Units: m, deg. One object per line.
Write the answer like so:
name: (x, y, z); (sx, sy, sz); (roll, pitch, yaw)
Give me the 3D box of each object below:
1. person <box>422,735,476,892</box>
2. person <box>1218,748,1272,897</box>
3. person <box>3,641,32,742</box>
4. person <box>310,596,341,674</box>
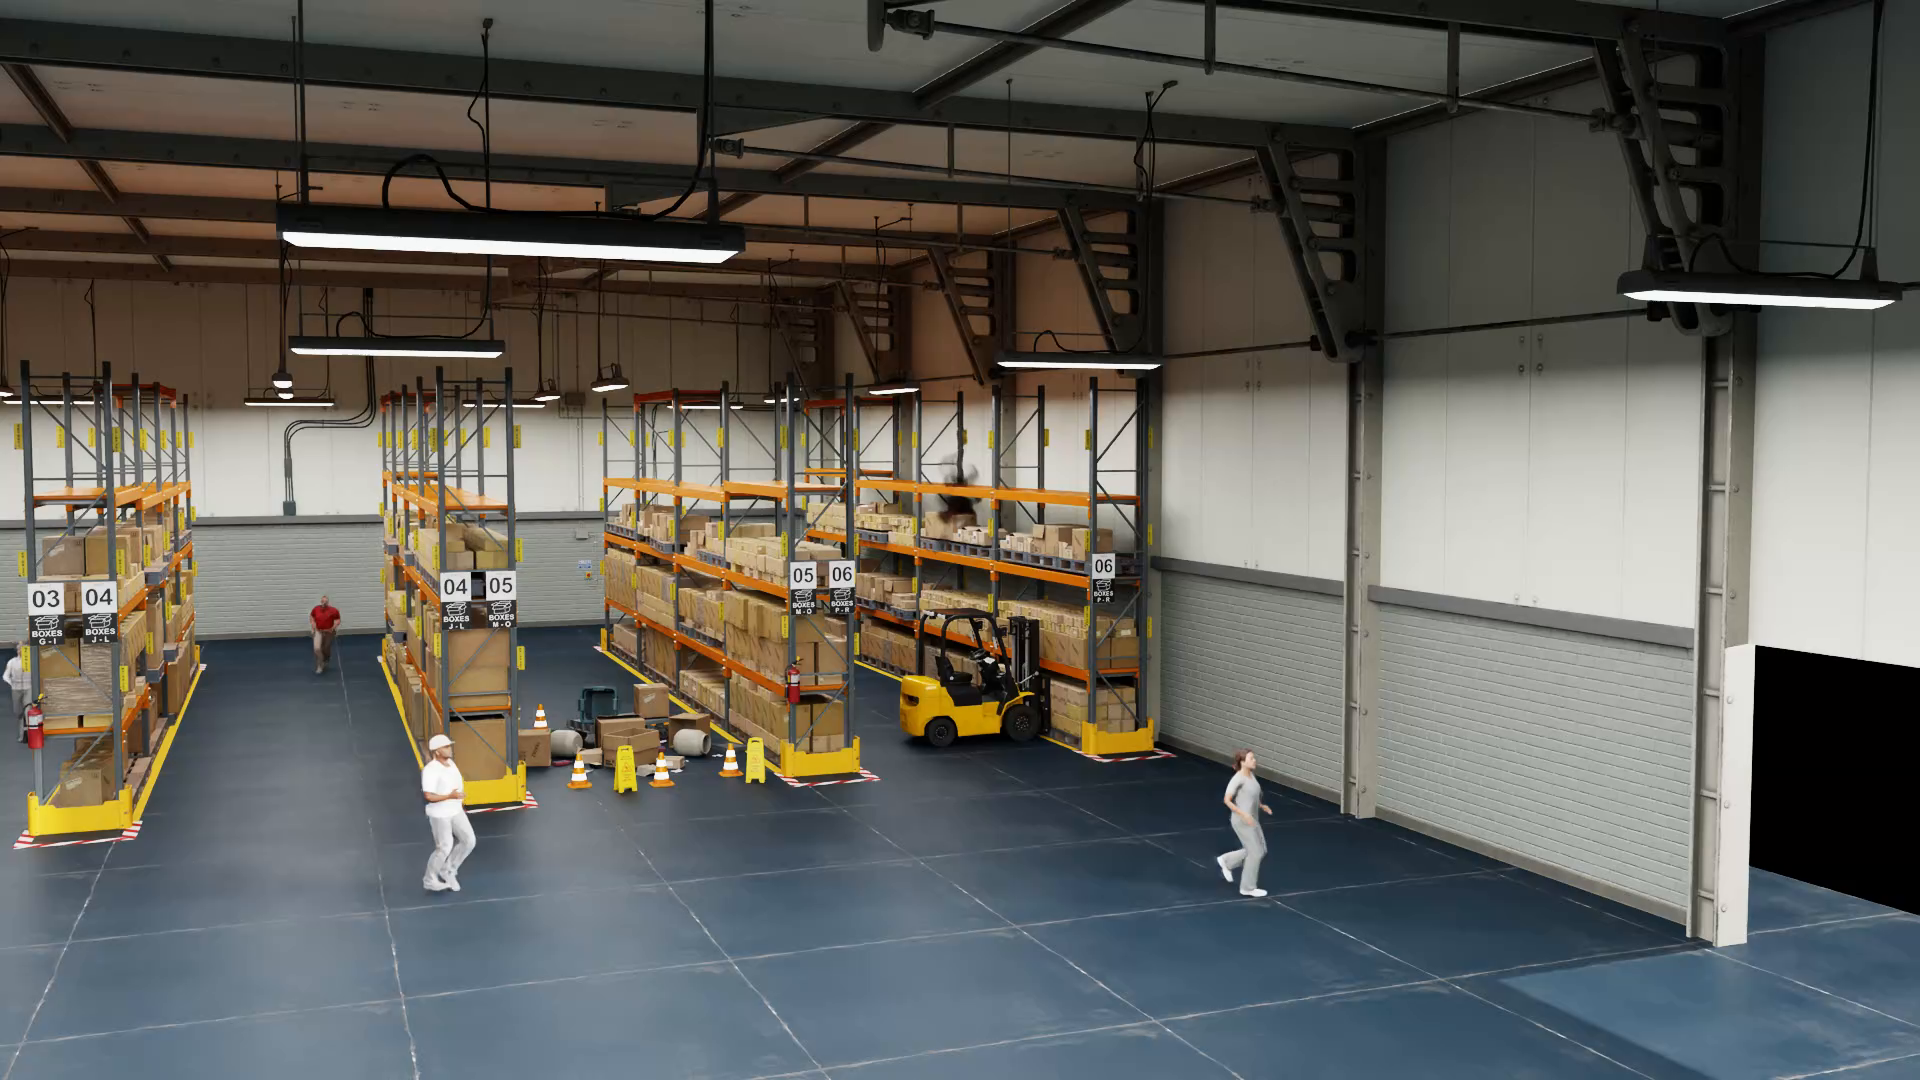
person: (-5.628, 3.026, 18.317); (0.649, 1.772, 0.661); (1, 4, 17)
person: (3.088, 3.087, 18.263); (0.621, 1.626, 0.555); (2, 4, 35)
person: (-15.591, 2.496, 27.712); (0.630, 1.656, 0.949); (-1, 4, -22)
person: (-13.744, 2.023, 36.068); (0.634, 1.677, 0.860); (-1, 3, -10)
